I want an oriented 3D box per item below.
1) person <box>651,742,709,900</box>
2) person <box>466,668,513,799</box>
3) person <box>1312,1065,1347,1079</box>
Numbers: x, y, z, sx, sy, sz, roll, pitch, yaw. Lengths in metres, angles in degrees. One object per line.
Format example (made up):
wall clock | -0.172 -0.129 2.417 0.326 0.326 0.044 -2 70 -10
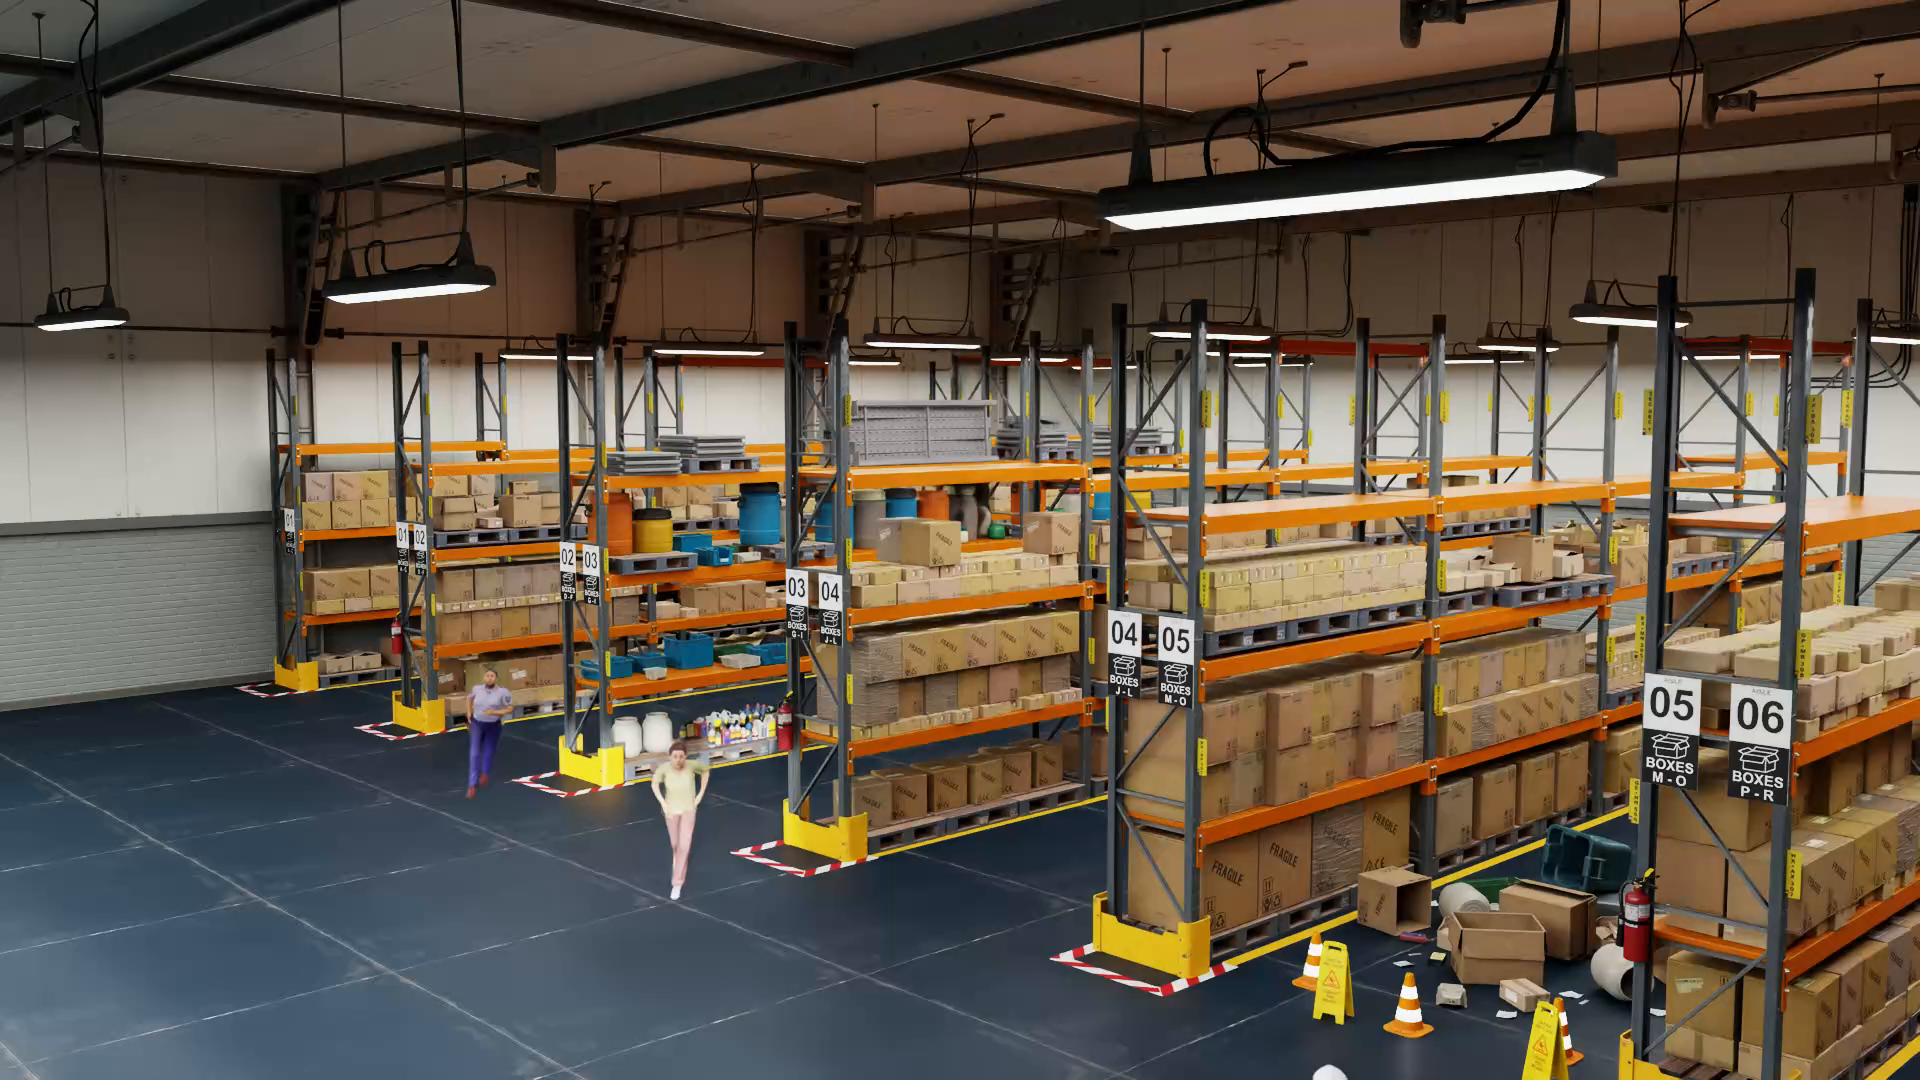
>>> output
person | -2.945 2.872 17.519 0.600 1.636 0.968 -1 5 -12
person | -6.144 2.494 21.745 0.616 1.655 0.848 -1 5 -10
person | 1.902 3.560 8.537 0.661 1.833 0.833 1 5 15
